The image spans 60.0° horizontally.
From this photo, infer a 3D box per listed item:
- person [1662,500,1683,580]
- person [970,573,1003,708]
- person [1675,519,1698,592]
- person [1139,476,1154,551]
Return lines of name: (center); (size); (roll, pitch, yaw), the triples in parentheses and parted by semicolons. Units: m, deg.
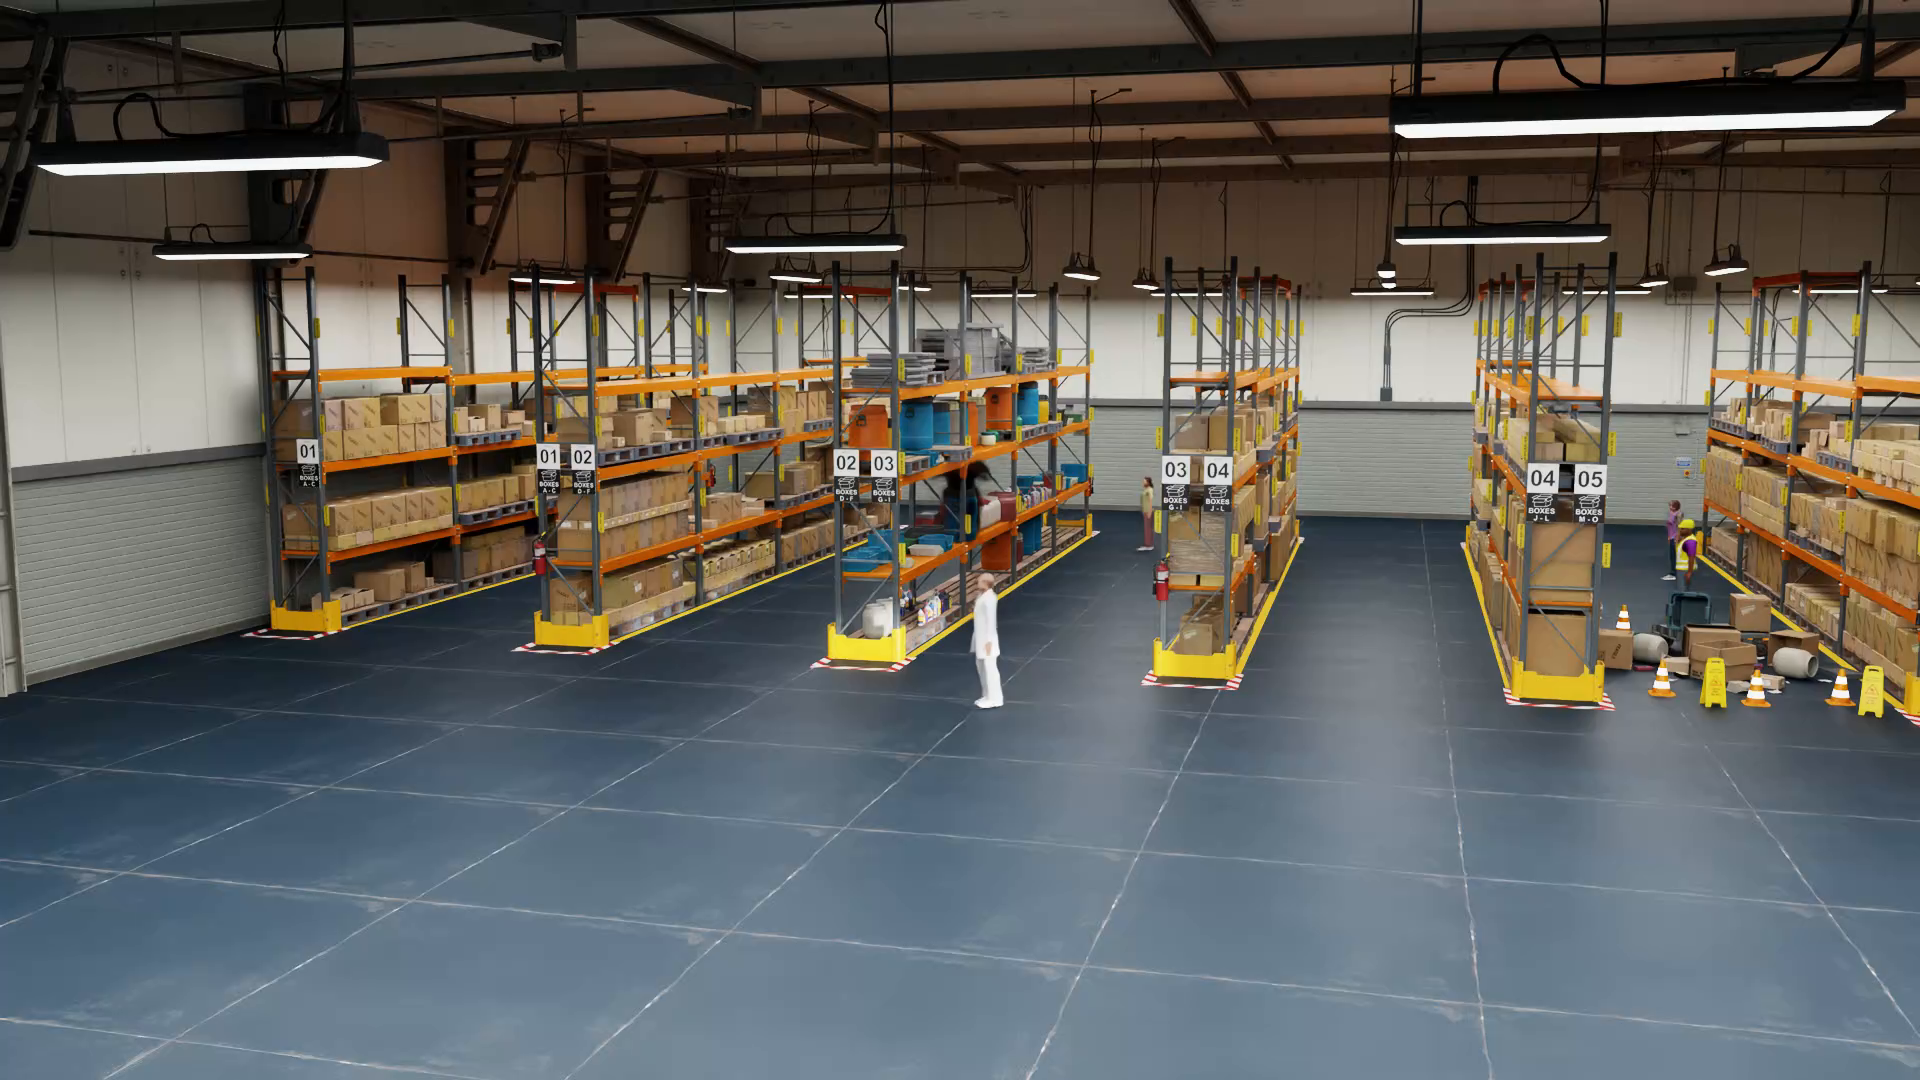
person: (14.324, -0.010, 33.372); (0.350, 1.601, 0.469); (3, 8, 23)
person: (0.349, 1.339, 22.074); (0.415, 1.821, 0.697); (-1, 7, -9)
person: (12.429, 0.524, 28.486); (0.423, 1.772, 0.595); (6, 9, 40)
person: (4.212, -0.612, 37.673); (0.380, 1.676, 0.518); (-1, 7, -6)
